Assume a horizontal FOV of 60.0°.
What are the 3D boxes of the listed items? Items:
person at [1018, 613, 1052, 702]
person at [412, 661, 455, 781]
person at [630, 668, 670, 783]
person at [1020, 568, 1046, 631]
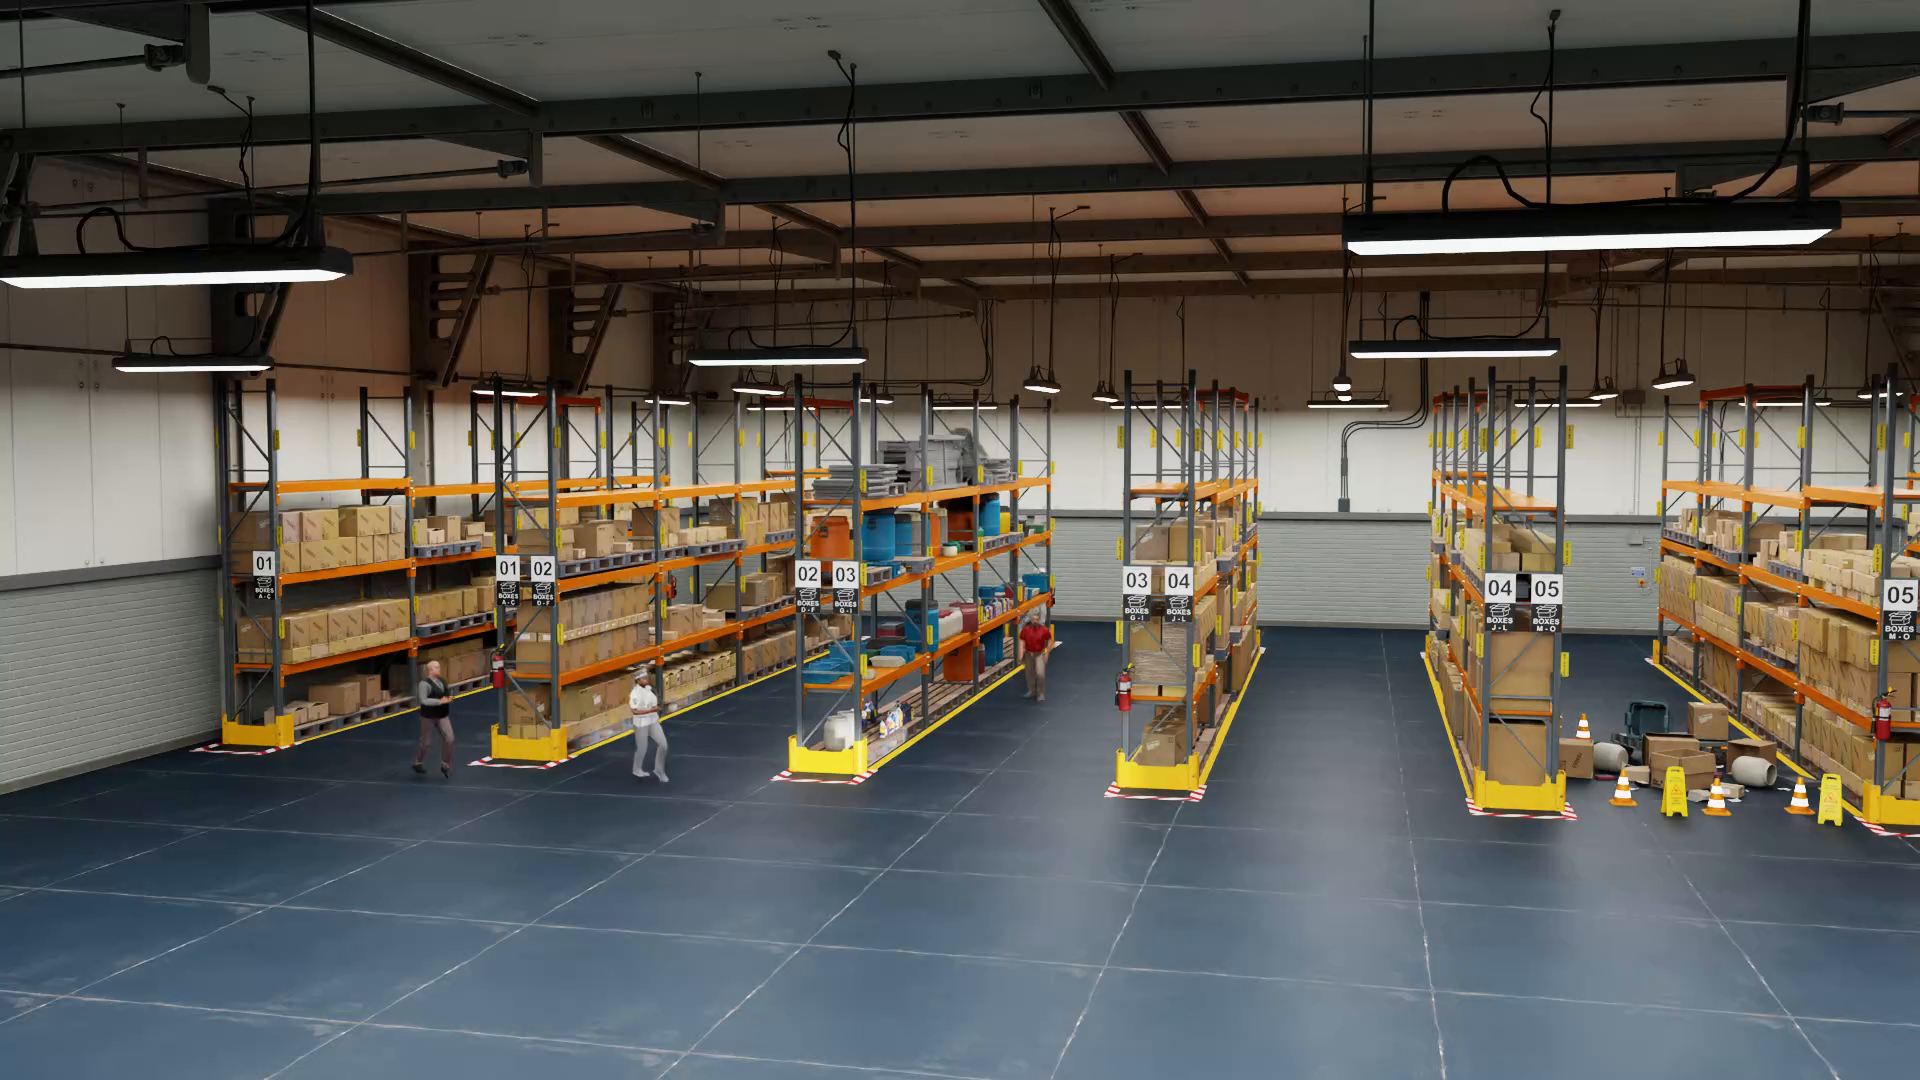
[{"bbox_3d":[1.472,2.245,32.149,0.656,1.686,0.655,1,4,16],"label":"person"},{"bbox_3d":[-7.776,2.668,24.564,0.851,1.782,0.599,2,4,34],"label":"person"},{"bbox_3d":[-4.627,2.719,24.304,0.669,1.735,0.567,3,5,42],"label":"person"},{"bbox_3d":[2.037,1.570,42.698,0.895,1.717,0.780,3,4,37],"label":"person"}]
